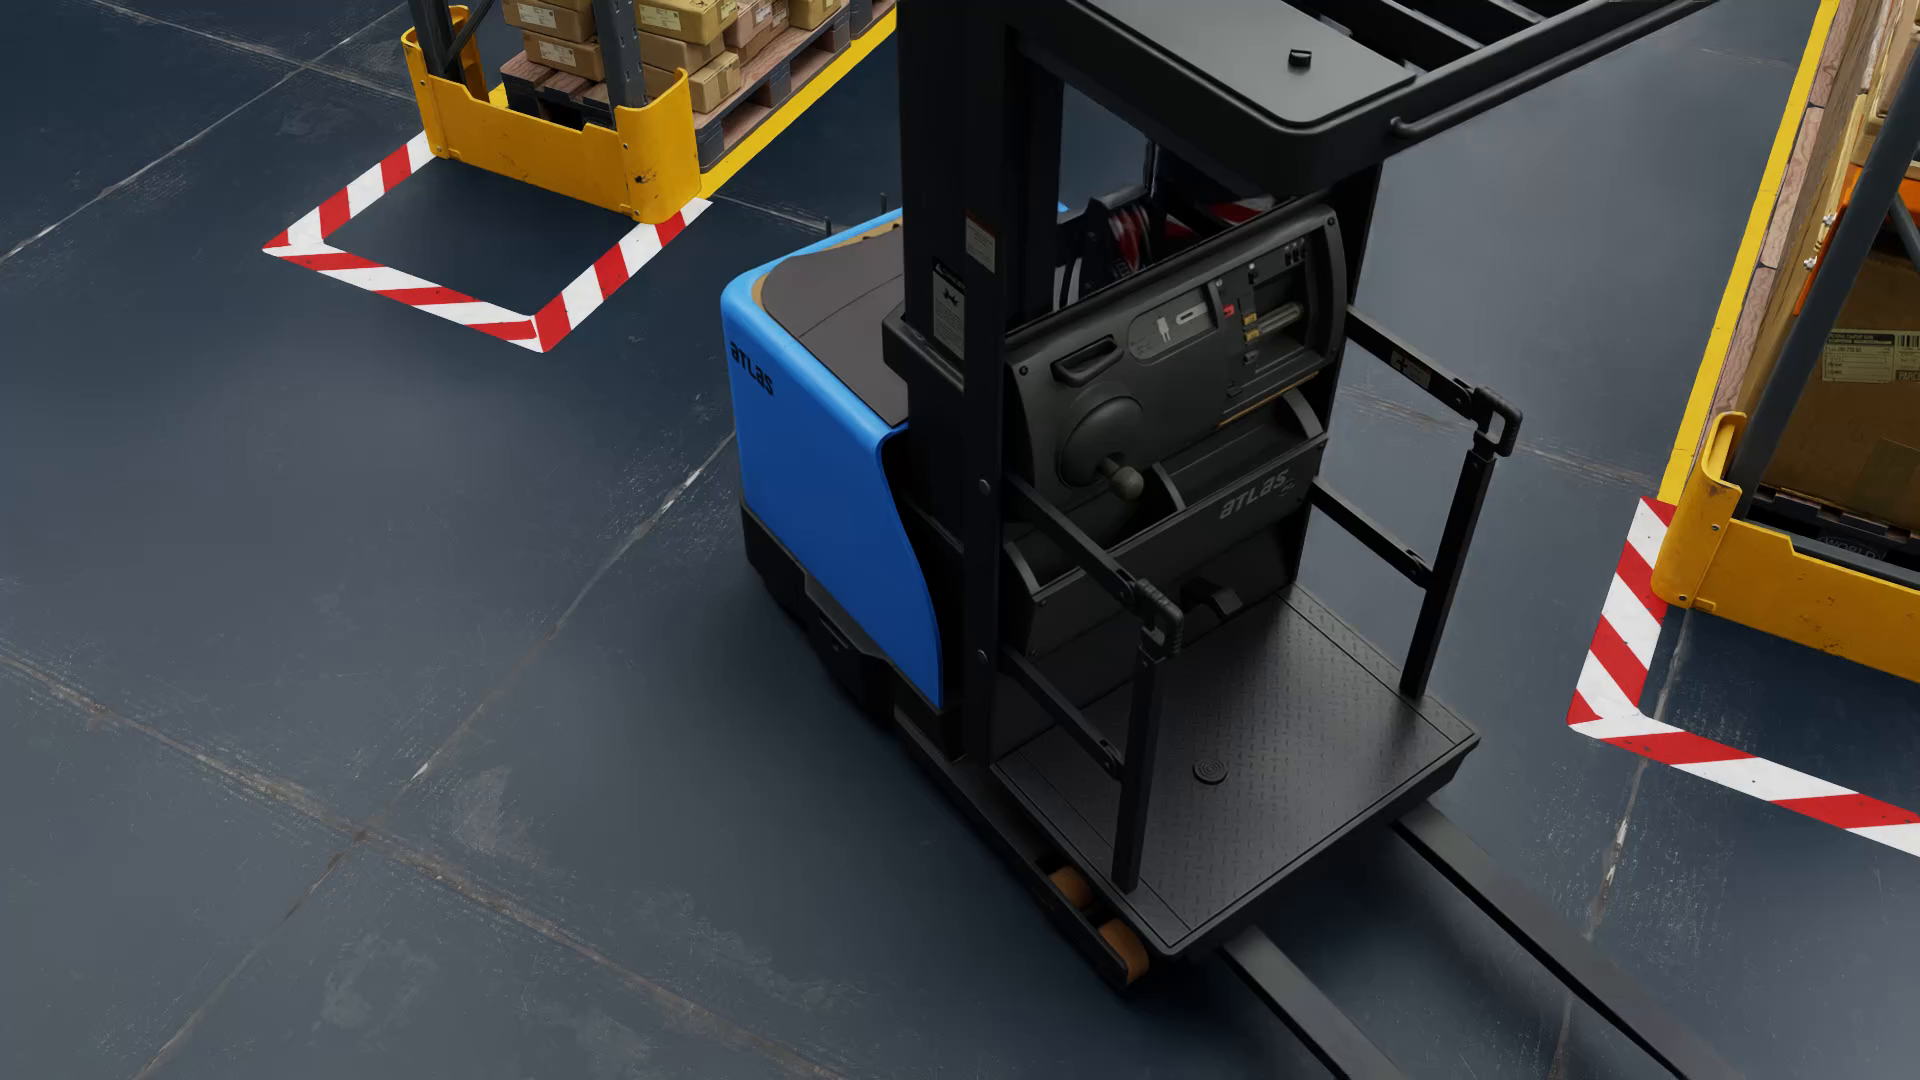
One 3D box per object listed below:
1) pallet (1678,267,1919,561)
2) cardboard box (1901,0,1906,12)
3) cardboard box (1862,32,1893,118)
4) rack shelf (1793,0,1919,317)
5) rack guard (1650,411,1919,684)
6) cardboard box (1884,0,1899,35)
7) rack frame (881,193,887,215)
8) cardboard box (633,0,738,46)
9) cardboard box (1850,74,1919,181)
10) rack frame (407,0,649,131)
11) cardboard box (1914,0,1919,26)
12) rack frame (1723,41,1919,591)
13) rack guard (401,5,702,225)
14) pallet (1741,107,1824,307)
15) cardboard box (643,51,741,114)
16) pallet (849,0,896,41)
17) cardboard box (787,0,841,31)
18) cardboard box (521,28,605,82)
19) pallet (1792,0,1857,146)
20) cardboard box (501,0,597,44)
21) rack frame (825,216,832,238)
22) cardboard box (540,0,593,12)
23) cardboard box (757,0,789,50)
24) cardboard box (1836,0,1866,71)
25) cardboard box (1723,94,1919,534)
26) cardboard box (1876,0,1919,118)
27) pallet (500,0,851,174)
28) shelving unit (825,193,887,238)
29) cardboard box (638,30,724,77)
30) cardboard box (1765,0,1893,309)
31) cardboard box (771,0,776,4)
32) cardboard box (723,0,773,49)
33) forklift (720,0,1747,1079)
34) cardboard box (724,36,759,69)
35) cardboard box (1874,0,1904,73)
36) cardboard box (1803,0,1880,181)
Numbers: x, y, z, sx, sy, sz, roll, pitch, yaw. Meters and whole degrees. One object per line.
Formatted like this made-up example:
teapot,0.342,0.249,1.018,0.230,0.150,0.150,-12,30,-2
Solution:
pallet,3.008,-0.364,5.461,1.003,0.211,1.213,20,49,19
cardboard box,2.932,-1.579,4.598,0.500,0.250,0.500,20,49,18
cardboard box,2.699,-1.224,4.527,0.380,0.149,0.250,21,49,19
rack shelf,3.634,-1.822,5.447,1.077,0.370,4.000,20,49,19
rack guard,2.695,0.079,4.820,1.175,0.500,0.348,20,49,19
cardboard box,2.934,-1.539,4.839,0.380,0.149,0.250,21,49,20
rack frame,-0.163,-0.664,5.274,0.006,0.900,0.240,-29,52,-26
cardboard box,-1.096,-2.088,6.496,0.380,0.149,0.250,18,48,17
cardboard box,2.580,-1.059,4.365,0.380,0.149,0.250,21,49,20
rack frame,-1.640,-2.516,5.628,1.000,3.000,0.127,20,49,19
cardboard box,2.699,-1.524,4.016,0.500,0.500,0.500,21,49,20
rack frame,2.706,-0.815,3.946,1.000,3.000,0.127,20,49,19
rack guard,-1.605,-1.685,6.564,1.175,0.500,0.348,20,49,19
pallet,3.575,-1.130,6.218,1.003,0.211,1.213,20,49,19
cardboard box,-1.114,-1.886,6.714,0.380,0.149,0.250,21,49,20
pallet,-0.629,-2.849,7.918,1.003,0.211,1.213,20,49,19
cardboard box,-0.740,-2.361,7.184,0.380,0.149,0.250,21,49,20
cardboard box,-1.581,-2.062,6.888,0.380,0.149,0.250,21,49,20
pallet,4.140,-1.901,6.981,1.003,0.211,1.213,20,49,19
cardboard box,-1.648,-2.193,6.808,0.380,0.149,0.250,19,48,18
rack frame,-0.324,-0.576,5.186,0.006,0.900,0.240,-29,52,-26
cardboard box,-1.619,-2.288,6.693,0.380,0.149,0.250,21,49,19
cardboard box,-0.955,-2.236,7.061,0.380,0.149,0.250,21,49,19
cardboard box,4.186,-2.346,6.658,0.875,0.875,0.875,20,49,19
cardboard box,2.932,-0.645,4.977,0.875,0.875,0.875,20,49,19
cardboard box,2.696,-1.259,4.282,0.500,0.250,0.500,20,49,18
pallet,-1.197,-2.084,7.161,1.003,0.211,1.213,20,49,19
shelving unit,-0.244,-0.620,5.230,0.210,0.900,0.258,-29,52,-26
cardboard box,-1.170,-2.011,6.629,0.380,0.149,0.250,22,49,21
cardboard box,3.355,-1.218,5.544,0.875,0.875,0.875,20,49,19
cardboard box,-0.957,-2.349,6.962,0.380,0.149,0.250,21,49,20
cardboard box,-0.993,-2.165,6.781,0.380,0.149,0.250,20,49,19
forklift,0.625,-0.323,3.509,1.130,2.935,3.031,-28,52,-25
cardboard box,-1.065,-2.078,6.904,0.380,0.149,0.250,20,49,19
cardboard box,2.817,-1.382,4.684,0.380,0.149,0.250,21,49,19
cardboard box,3.768,-1.779,6.098,0.875,0.875,0.875,20,49,19
